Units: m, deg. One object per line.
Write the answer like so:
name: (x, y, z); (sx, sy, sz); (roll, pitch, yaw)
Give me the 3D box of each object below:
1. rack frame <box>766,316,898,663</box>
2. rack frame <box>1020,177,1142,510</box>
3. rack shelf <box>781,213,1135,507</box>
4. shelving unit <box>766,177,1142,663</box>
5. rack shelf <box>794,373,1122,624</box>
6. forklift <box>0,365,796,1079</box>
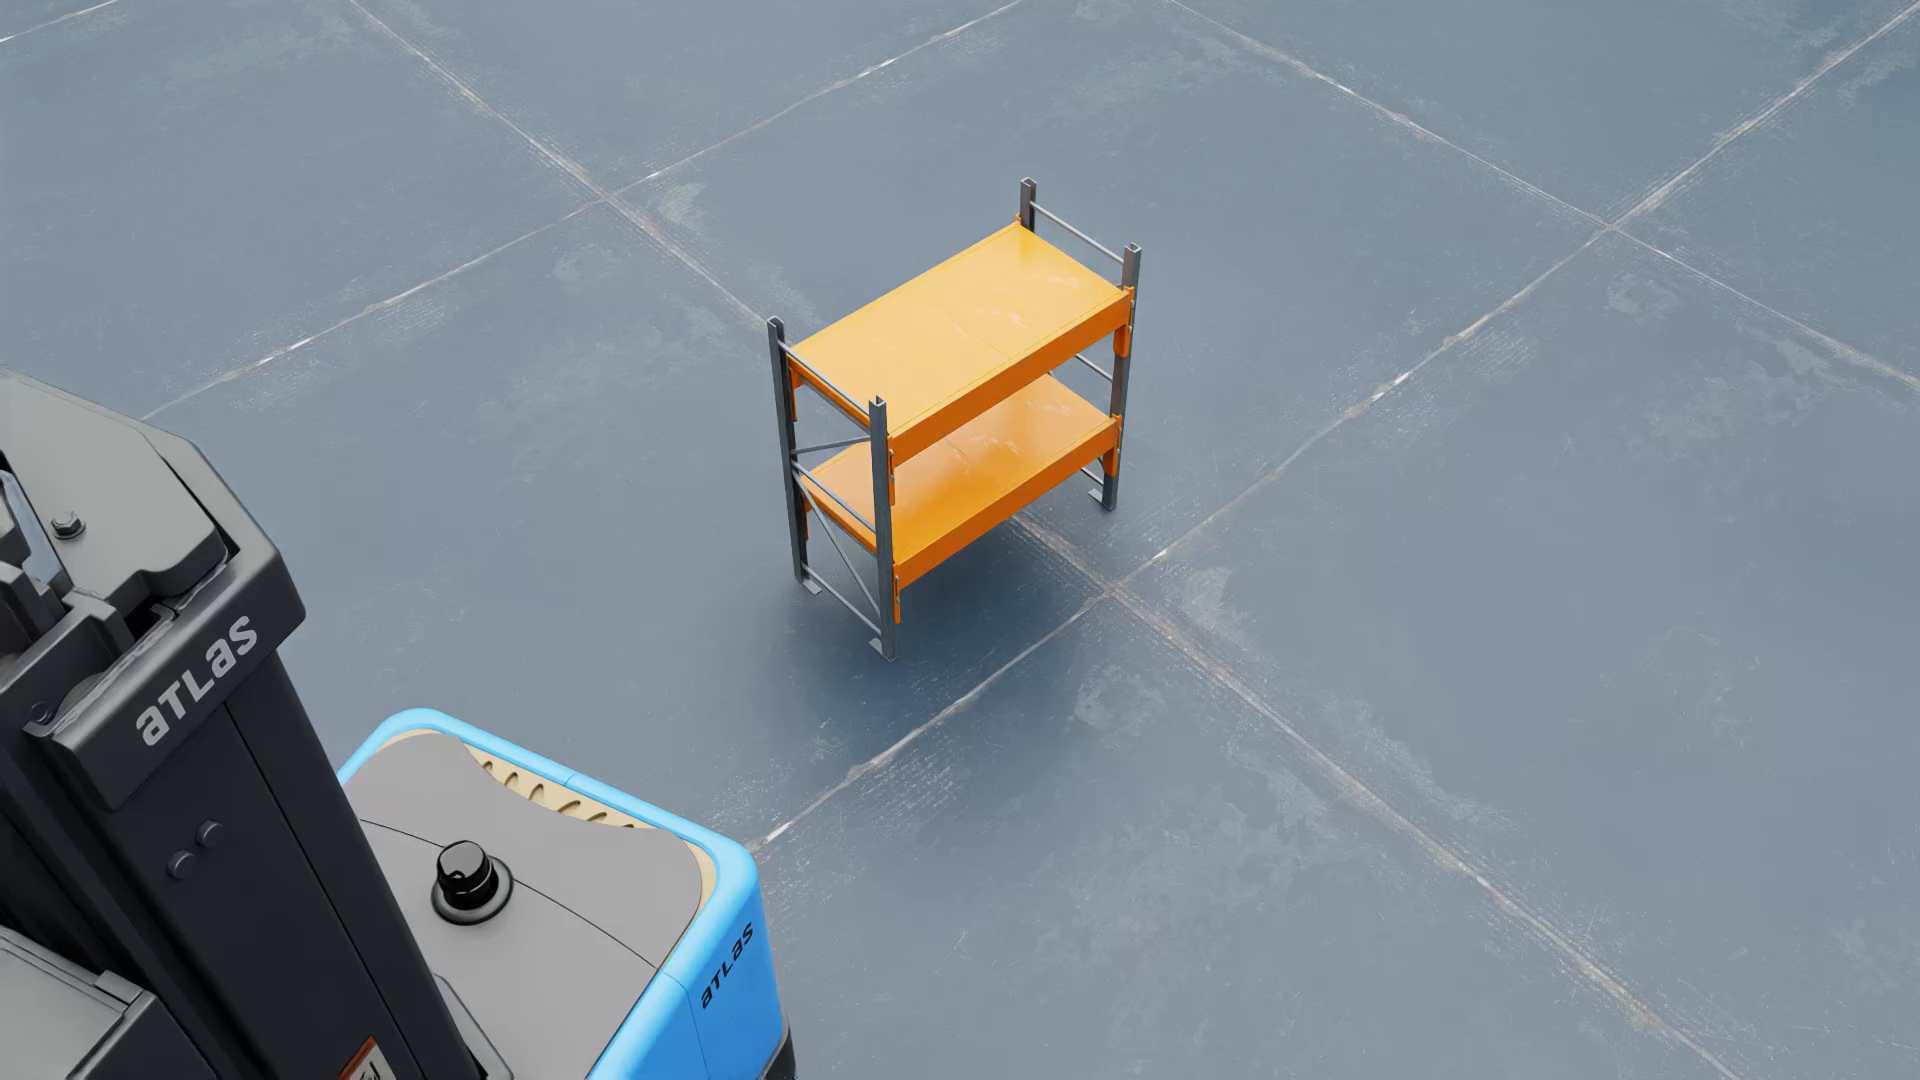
rack frame: (-0.381, -0.127, 5.102); (0.032, 1.125, 0.500); (-34, 56, -27)
rack frame: (0.371, -0.629, 5.565); (0.032, 1.125, 0.500); (-34, 56, -27)
rack shelf: (-0.005, -0.577, 5.118); (1.000, 0.278, 0.538); (-34, 56, -27)
shelving unit: (-0.005, -0.378, 5.334); (1.048, 1.125, 0.538); (-34, 56, -27)
rack shelf: (-0.005, -0.212, 5.513); (1.000, 0.278, 0.538); (-34, 56, -27)
forklift: (-1.532, 1.241, 2.610); (1.130, 2.935, 3.031); (20, 50, 17)
